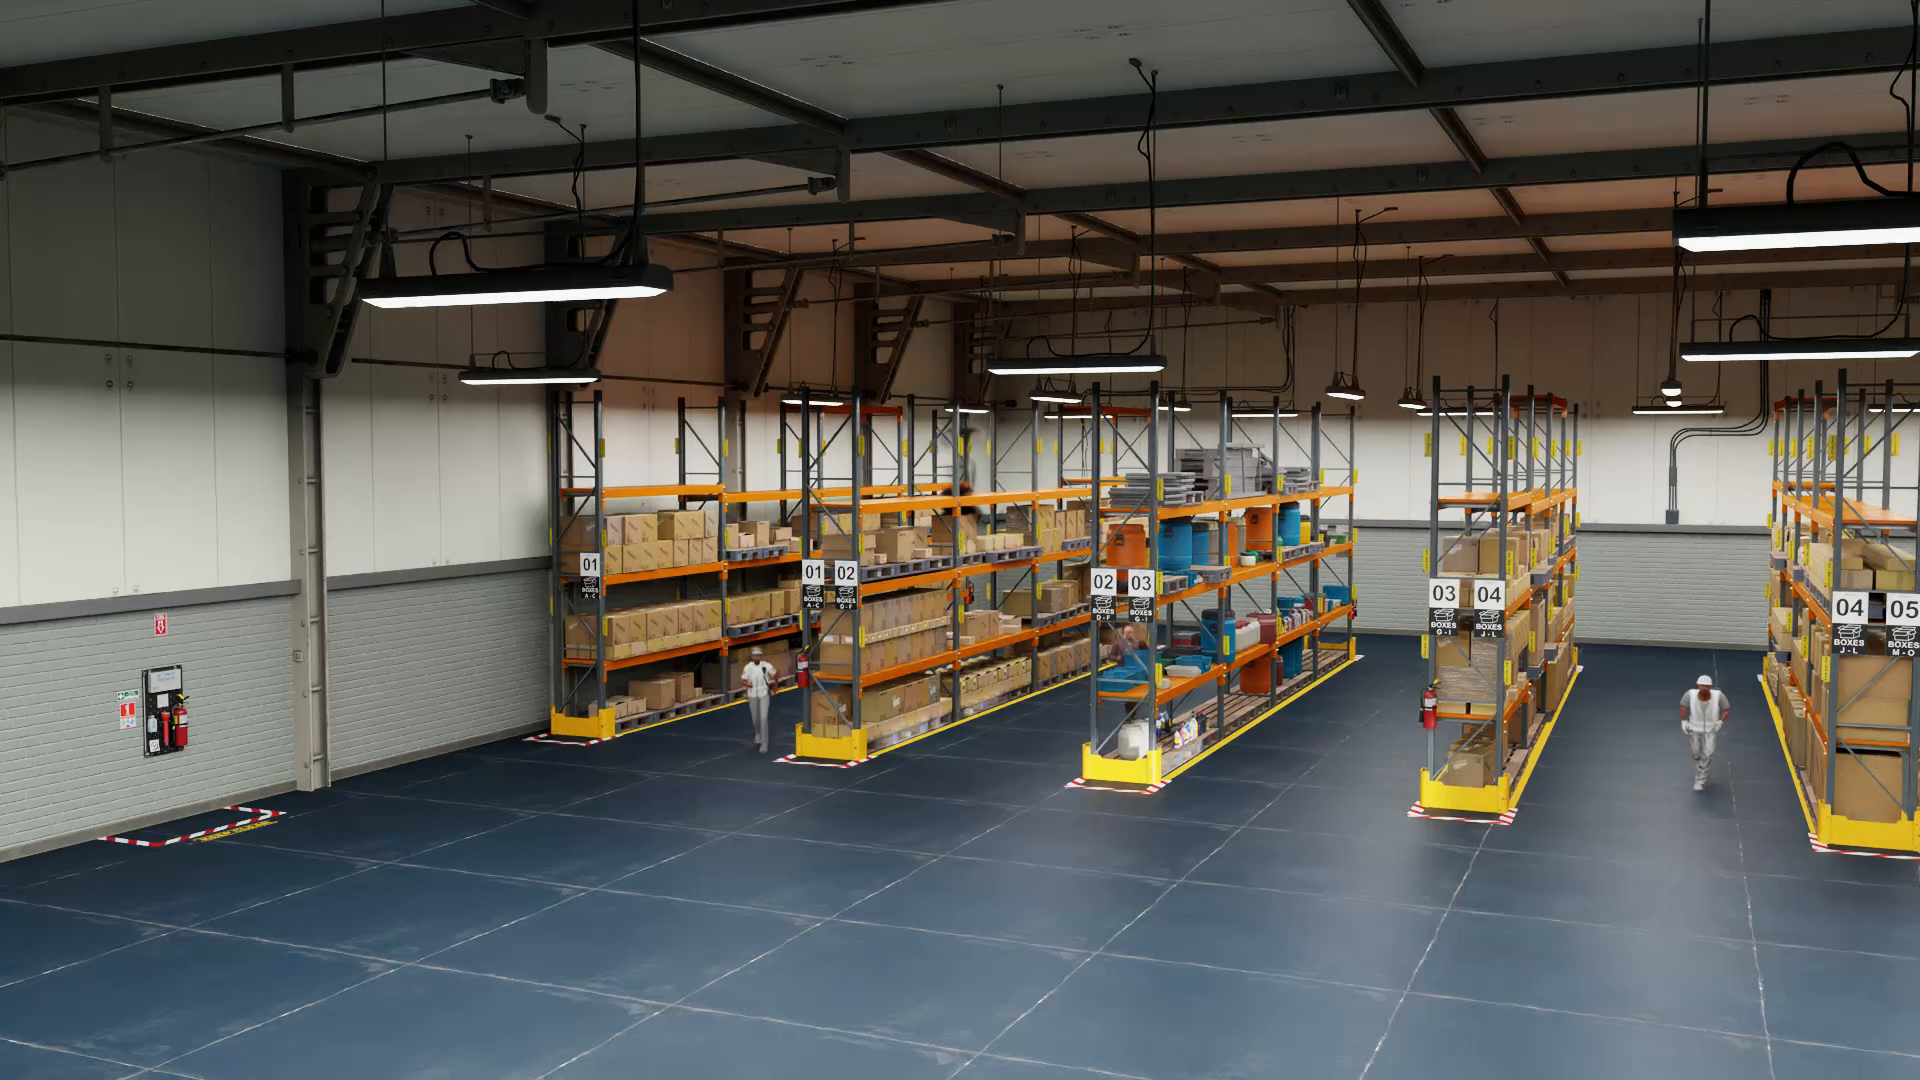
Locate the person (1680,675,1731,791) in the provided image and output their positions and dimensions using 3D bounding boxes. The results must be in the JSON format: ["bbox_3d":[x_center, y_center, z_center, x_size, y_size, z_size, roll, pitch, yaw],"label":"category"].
[{"bbox_3d":[10.971,2.815,24.509,0.681,1.716,0.887,1,3,22],"label":"person"}]

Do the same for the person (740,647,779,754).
[{"bbox_3d":[-3.337,2.621,27.590,0.610,1.721,0.844,0,3,5],"label":"person"}]

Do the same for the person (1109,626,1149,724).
[{"bbox_3d":[3.017,2.496,29.792,0.693,1.741,0.916,1,3,19],"label":"person"}]
